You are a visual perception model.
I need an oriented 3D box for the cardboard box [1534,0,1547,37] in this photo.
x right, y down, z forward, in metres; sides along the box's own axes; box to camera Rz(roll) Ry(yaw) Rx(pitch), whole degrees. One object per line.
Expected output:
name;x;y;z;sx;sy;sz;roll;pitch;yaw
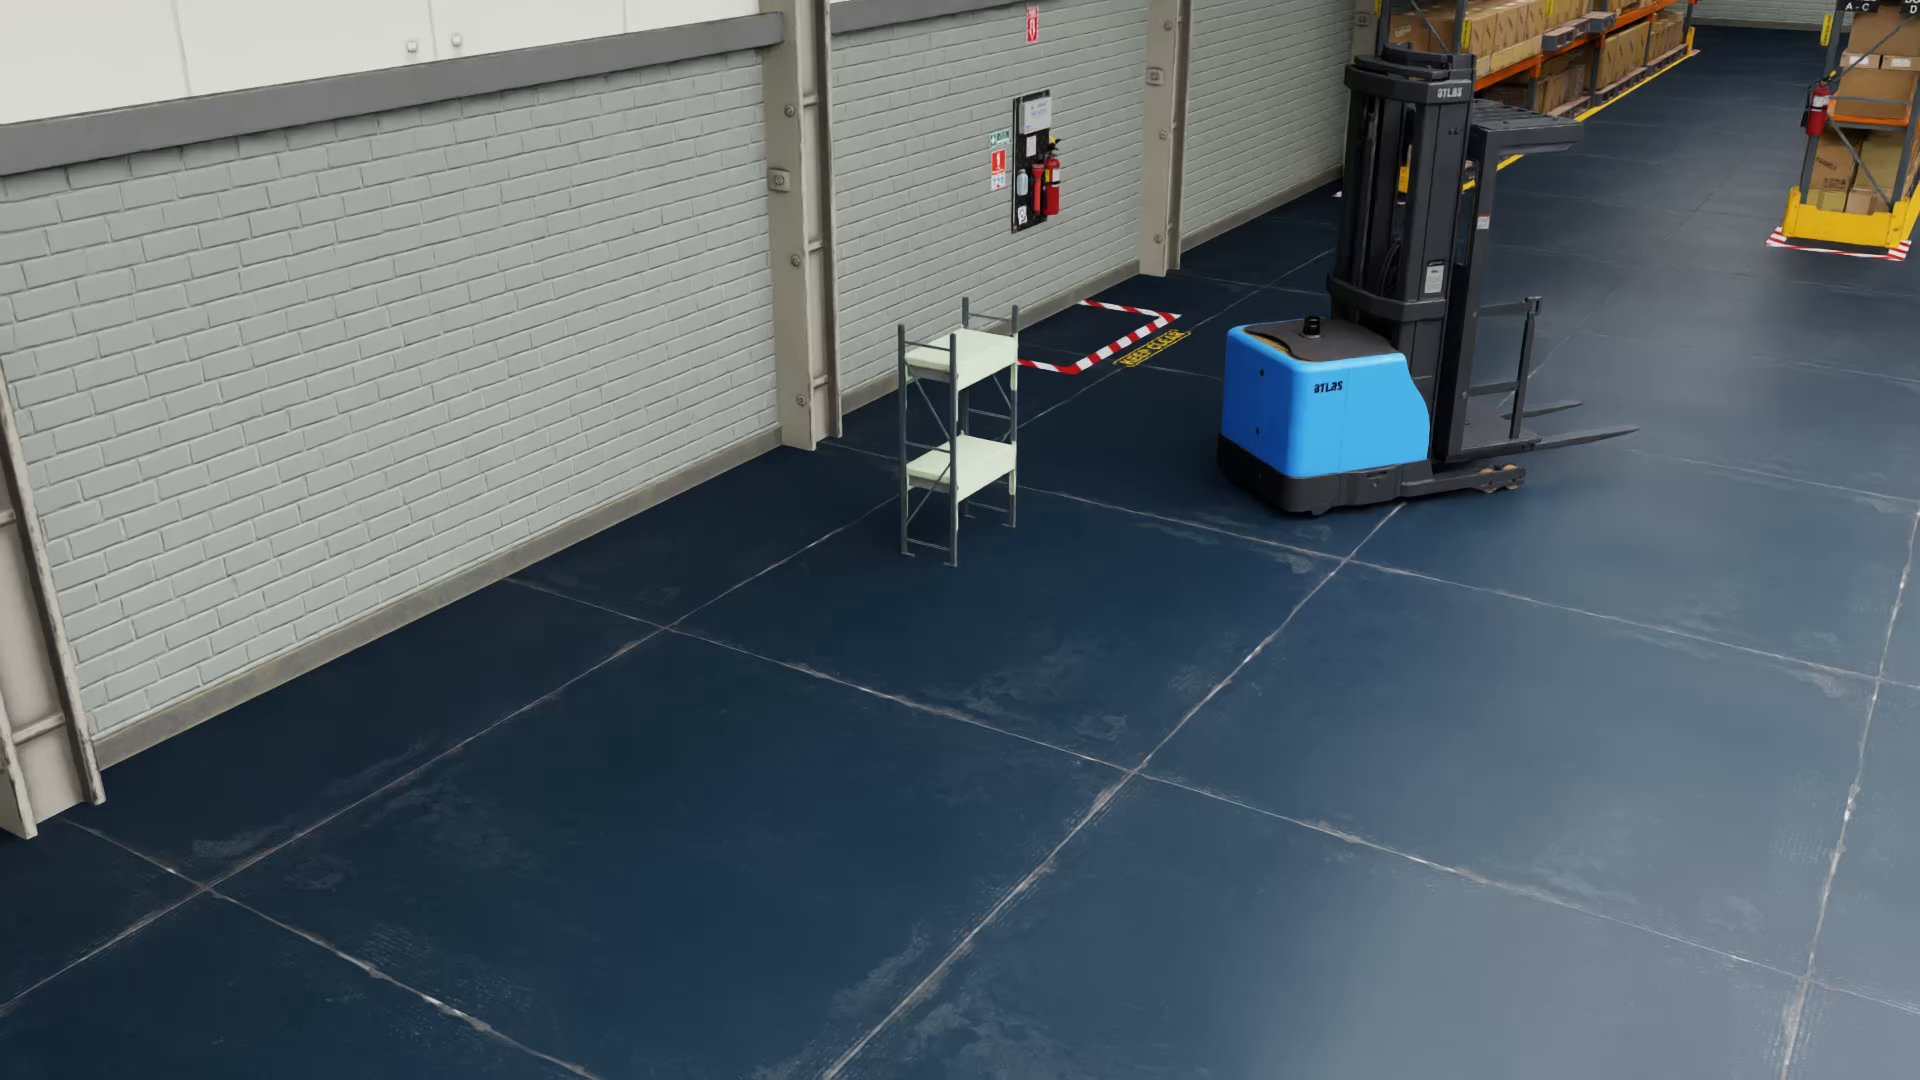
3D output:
cardboard box;7.699;-7.174;22.767;0.500;0.500;0.500;14;27;29

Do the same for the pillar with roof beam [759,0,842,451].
pillar with roof beam;2.537;-3.983;8.622;9.100;9.000;0.400;14;27;29

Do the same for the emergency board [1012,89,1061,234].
emergency board;0.709;-3.331;14.668;0.194;1.169;0.643;14;27;29

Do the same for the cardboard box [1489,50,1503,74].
cardboard box;6.638;-6.152;21.348;0.500;0.250;0.500;13;27;28

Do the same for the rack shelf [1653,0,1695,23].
rack shelf;12.961;-10.159;31.347;1.077;0.370;4.000;14;27;29

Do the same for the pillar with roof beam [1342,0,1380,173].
pillar with roof beam;8.867;-8.033;17.978;9.100;9.000;0.400;14;27;29

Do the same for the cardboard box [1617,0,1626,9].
cardboard box;10.553;-8.941;27.102;0.500;0.500;0.500;15;28;31

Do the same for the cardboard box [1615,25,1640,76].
cardboard box;11.207;-8.473;28.725;0.750;0.750;0.750;15;27;31

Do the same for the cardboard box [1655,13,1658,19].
cardboard box;13.228;-10.079;32.058;0.380;0.149;0.250;14;27;29

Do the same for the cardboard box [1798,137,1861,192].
cardboard box;9.816;-4.246;18.770;0.500;0.500;0.500;14;27;29

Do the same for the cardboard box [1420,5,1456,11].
cardboard box;6.187;-6.596;21.429;0.500;0.500;0.500;13;27;28

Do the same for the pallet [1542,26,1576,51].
pallet;8.212;-7.254;23.972;1.003;0.211;1.213;14;27;29

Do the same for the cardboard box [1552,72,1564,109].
cardboard box;8.852;-6.942;25.603;0.700;0.500;0.500;14;27;29

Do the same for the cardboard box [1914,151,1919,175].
cardboard box;11.837;-4.806;21.008;0.500;0.250;0.500;14;27;29

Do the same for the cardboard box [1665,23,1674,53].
cardboard box;13.203;-9.614;31.800;0.700;0.500;0.500;13;27;27

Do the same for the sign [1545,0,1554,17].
sign;8.151;-7.400;22.979;0.100;0.325;0.005;14;27;29

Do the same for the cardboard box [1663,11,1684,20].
cardboard box;13.818;-10.169;32.265;0.380;0.149;0.250;14;27;28

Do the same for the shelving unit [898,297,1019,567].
shelving unit;-0.004;-0.686;10.447;0.431;1.500;0.755;14;27;29

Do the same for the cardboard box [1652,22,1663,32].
cardboard box;12.723;-9.466;30.641;0.380;0.149;0.250;15;28;31

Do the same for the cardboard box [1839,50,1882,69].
cardboard box;9.826;-5.240;18.136;0.380;0.149;0.250;13;27;28

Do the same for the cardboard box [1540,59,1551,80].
cardboard box;8.560;-7.091;25.003;0.500;0.250;0.500;13;27;27

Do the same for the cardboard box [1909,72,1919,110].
cardboard box;10.316;-5.106;18.644;0.700;0.500;0.500;15;27;30

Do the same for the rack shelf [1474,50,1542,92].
rack shelf;6.631;-6.109;21.992;1.077;0.370;4.000;14;27;29

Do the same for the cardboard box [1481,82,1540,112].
cardboard box;8.060;-6.421;24.399;0.700;0.500;0.500;15;28;31

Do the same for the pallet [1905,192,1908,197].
pallet;10.798;-4.125;20.012;1.003;0.211;1.213;14;27;29

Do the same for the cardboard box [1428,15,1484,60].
cardboard box;6.083;-6.147;20.393;0.500;0.500;0.500;14;27;29

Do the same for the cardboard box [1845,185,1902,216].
cardboard box;10.258;-3.793;18.668;0.500;0.250;0.500;14;27;29

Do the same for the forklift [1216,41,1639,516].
forklift;3.393;-1.858;11.354;3.031;2.935;1.130;-9;25;-19

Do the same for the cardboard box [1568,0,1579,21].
cardboard box;8.918;-8.126;25.066;0.700;0.500;0.500;14;27;29

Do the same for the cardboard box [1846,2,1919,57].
cardboard box;10.071;-5.541;18.016;0.700;0.500;0.500;14;27;29

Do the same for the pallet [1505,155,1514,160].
pallet;7.361;-5.600;23.421;1.003;0.211;1.213;14;27;29

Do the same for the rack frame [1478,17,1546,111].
rack frame;7.686;-7.114;23.408;1.000;3.000;0.127;14;27;29

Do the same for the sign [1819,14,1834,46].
sign;9.332;-5.486;17.891;0.100;0.325;0.005;14;27;29

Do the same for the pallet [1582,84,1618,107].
pallet;10.275;-7.435;27.659;1.003;0.211;1.213;14;27;29

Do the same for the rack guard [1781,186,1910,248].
rack guard;9.773;-3.572;18.372;1.175;0.500;0.348;14;27;29

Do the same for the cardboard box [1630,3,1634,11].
cardboard box;11.260;-9.115;28.321;0.380;0.149;0.250;13;27;28

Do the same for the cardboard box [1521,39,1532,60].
cardboard box;7.423;-6.665;22.533;0.500;0.250;0.500;14;27;29

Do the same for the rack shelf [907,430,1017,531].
rack shelf;-0.004;-0.387;10.576;0.431;0.370;0.720;14;27;29

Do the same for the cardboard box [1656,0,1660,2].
cardboard box;12.206;-10.132;30.001;0.980;0.700;0.700;14;27;30

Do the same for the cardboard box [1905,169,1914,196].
cardboard box;11.051;-4.299;19.836;0.500;0.250;0.500;14;27;29

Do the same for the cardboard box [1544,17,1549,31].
cardboard box;7.983;-7.527;23.681;0.700;0.500;0.500;14;27;29

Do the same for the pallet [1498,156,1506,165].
pallet;6.719;-5.187;22.466;1.003;0.211;1.213;14;27;29

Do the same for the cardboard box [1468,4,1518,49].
cardboard box;6.892;-6.661;21.581;0.500;0.500;0.500;15;27;31

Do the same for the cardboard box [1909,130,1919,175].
cardboard box;11.051;-4.642;19.687;0.500;0.500;0.500;14;27;29

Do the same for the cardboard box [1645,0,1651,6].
cardboard box;11.855;-9.445;29.082;0.380;0.149;0.250;14;27;30

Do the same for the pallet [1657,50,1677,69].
pallet;13.016;-9.188;31.709;1.003;0.211;1.213;14;27;29

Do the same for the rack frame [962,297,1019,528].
rack frame;0.190;-0.810;10.732;0.400;1.500;0.023;14;27;29

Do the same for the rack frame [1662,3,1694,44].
rack frame;14.016;-11.164;32.764;1.000;3.000;0.127;14;27;29

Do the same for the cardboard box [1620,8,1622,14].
cardboard box;10.821;-8.861;27.734;0.380;0.149;0.250;14;27;30

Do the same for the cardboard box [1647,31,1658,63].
cardboard box;12.387;-9.091;30.592;0.700;0.500;0.500;14;27;30

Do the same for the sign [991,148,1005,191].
sign;0.330;-3.182;14.280;0.001;0.329;0.234;14;27;29
